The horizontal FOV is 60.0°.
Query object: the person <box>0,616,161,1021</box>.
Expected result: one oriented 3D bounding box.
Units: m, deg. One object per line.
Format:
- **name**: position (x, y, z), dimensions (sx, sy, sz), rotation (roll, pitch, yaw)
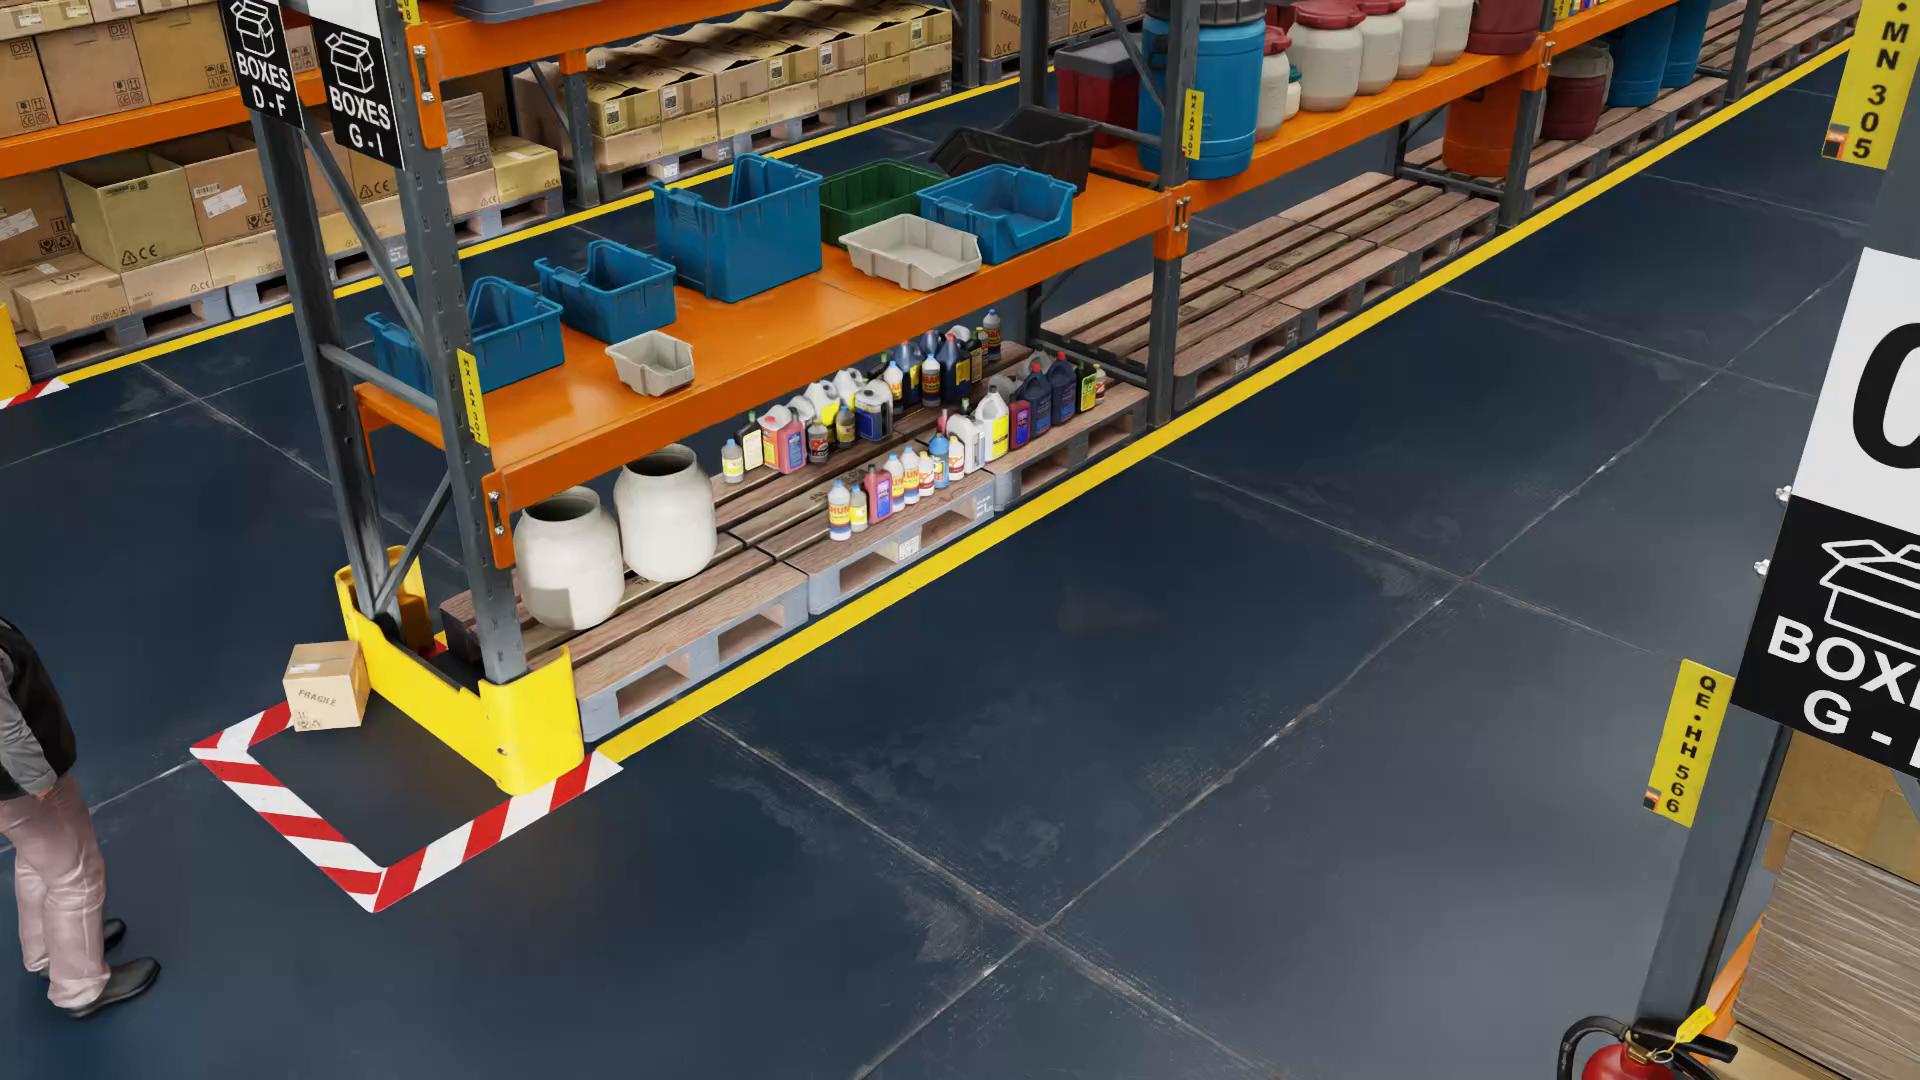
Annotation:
- **person**: position (-2.866, 0.691, 5.026), dimensions (0.534, 1.714, 0.355), rotation (26, 40, 36)
